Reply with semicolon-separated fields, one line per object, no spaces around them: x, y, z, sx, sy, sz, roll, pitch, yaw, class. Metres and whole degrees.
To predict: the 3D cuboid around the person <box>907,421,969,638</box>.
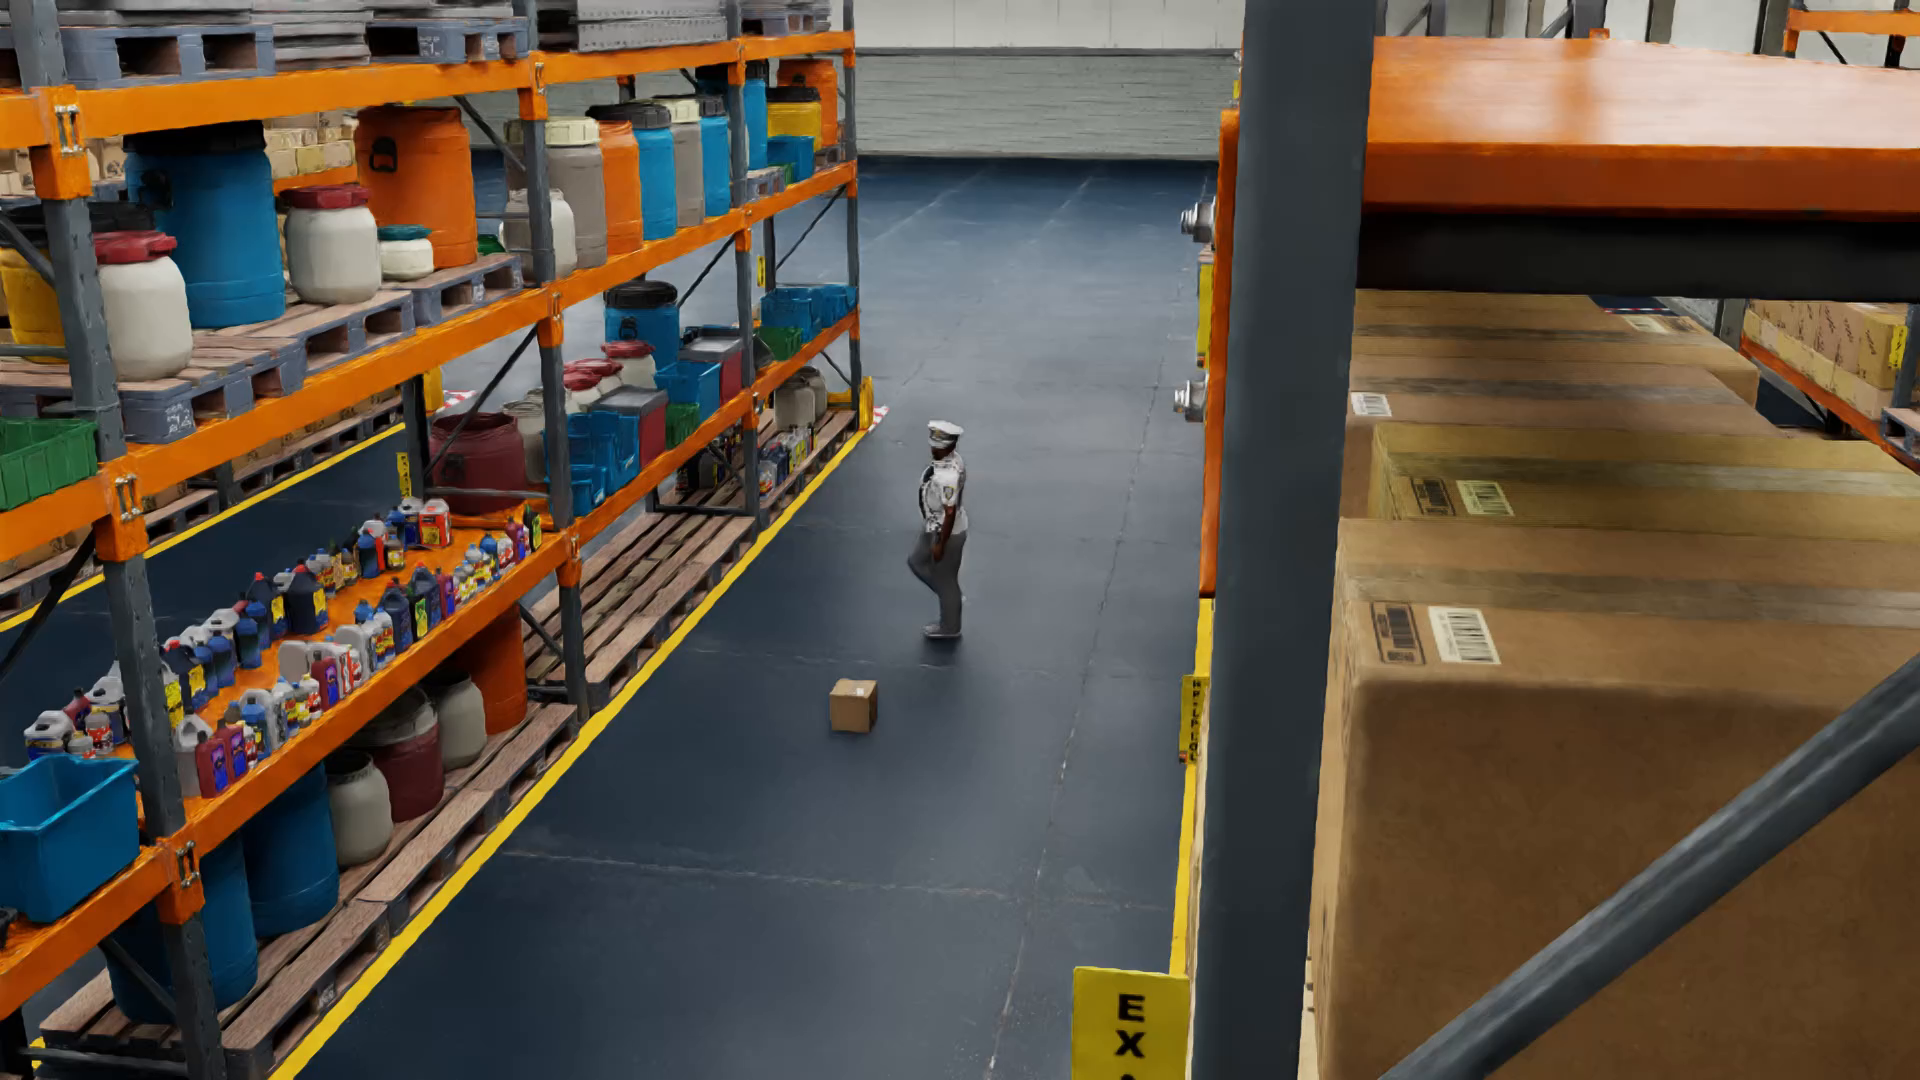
-0.160;-0.064;11.728;0.438;1.656;0.664;0;18;-1;person
